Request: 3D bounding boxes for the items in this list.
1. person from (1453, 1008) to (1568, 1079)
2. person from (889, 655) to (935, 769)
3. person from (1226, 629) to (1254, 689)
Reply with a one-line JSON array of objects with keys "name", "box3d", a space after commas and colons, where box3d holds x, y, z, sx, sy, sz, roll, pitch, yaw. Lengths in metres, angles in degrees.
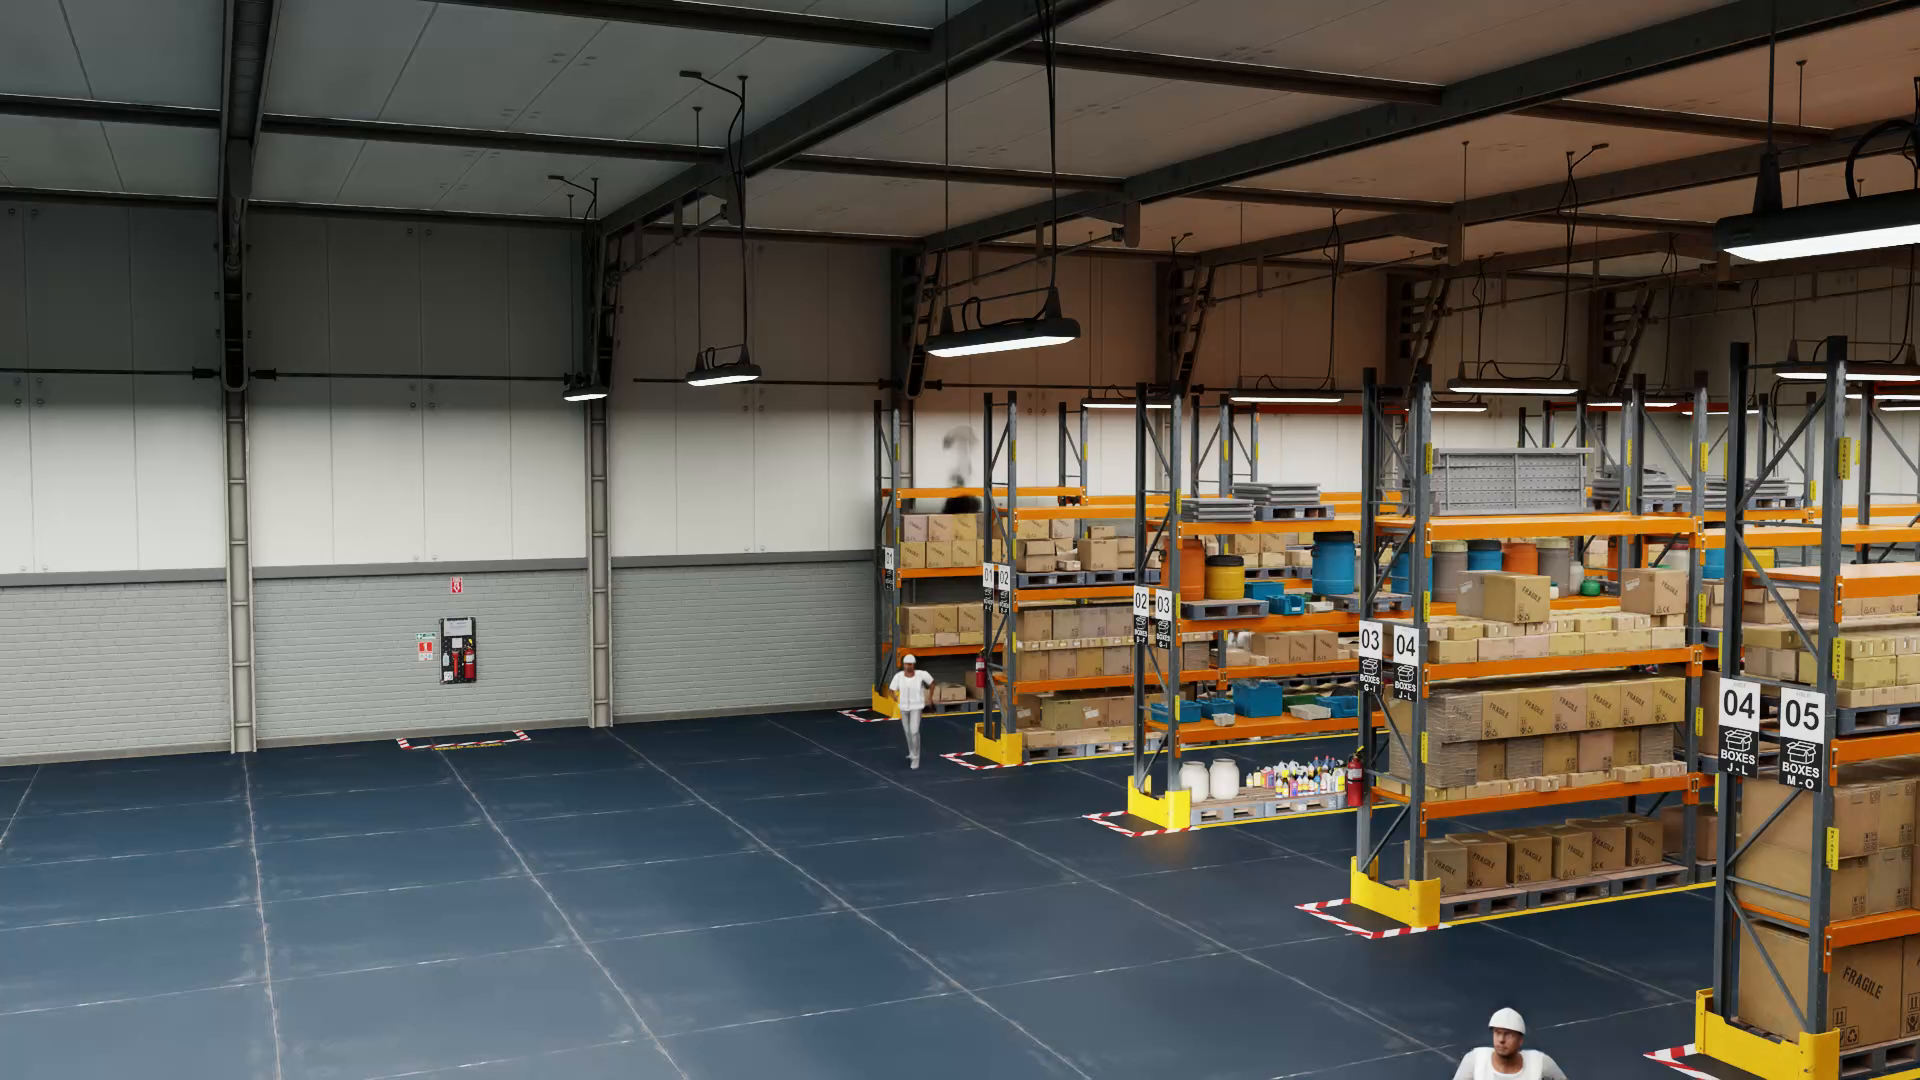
[{"name": "person", "box3d": [3.315, 3.689, 10.043, 0.693, 1.787, 0.979, 2, 4, 25]}, {"name": "person", "box3d": [-0.792, 2.738, 26.656, 0.684, 1.825, 0.818, 1, 3, 17]}, {"name": "person", "box3d": [5.486, 2.413, 32.417, 0.885, 1.703, 0.681, -2, 4, -30]}]
